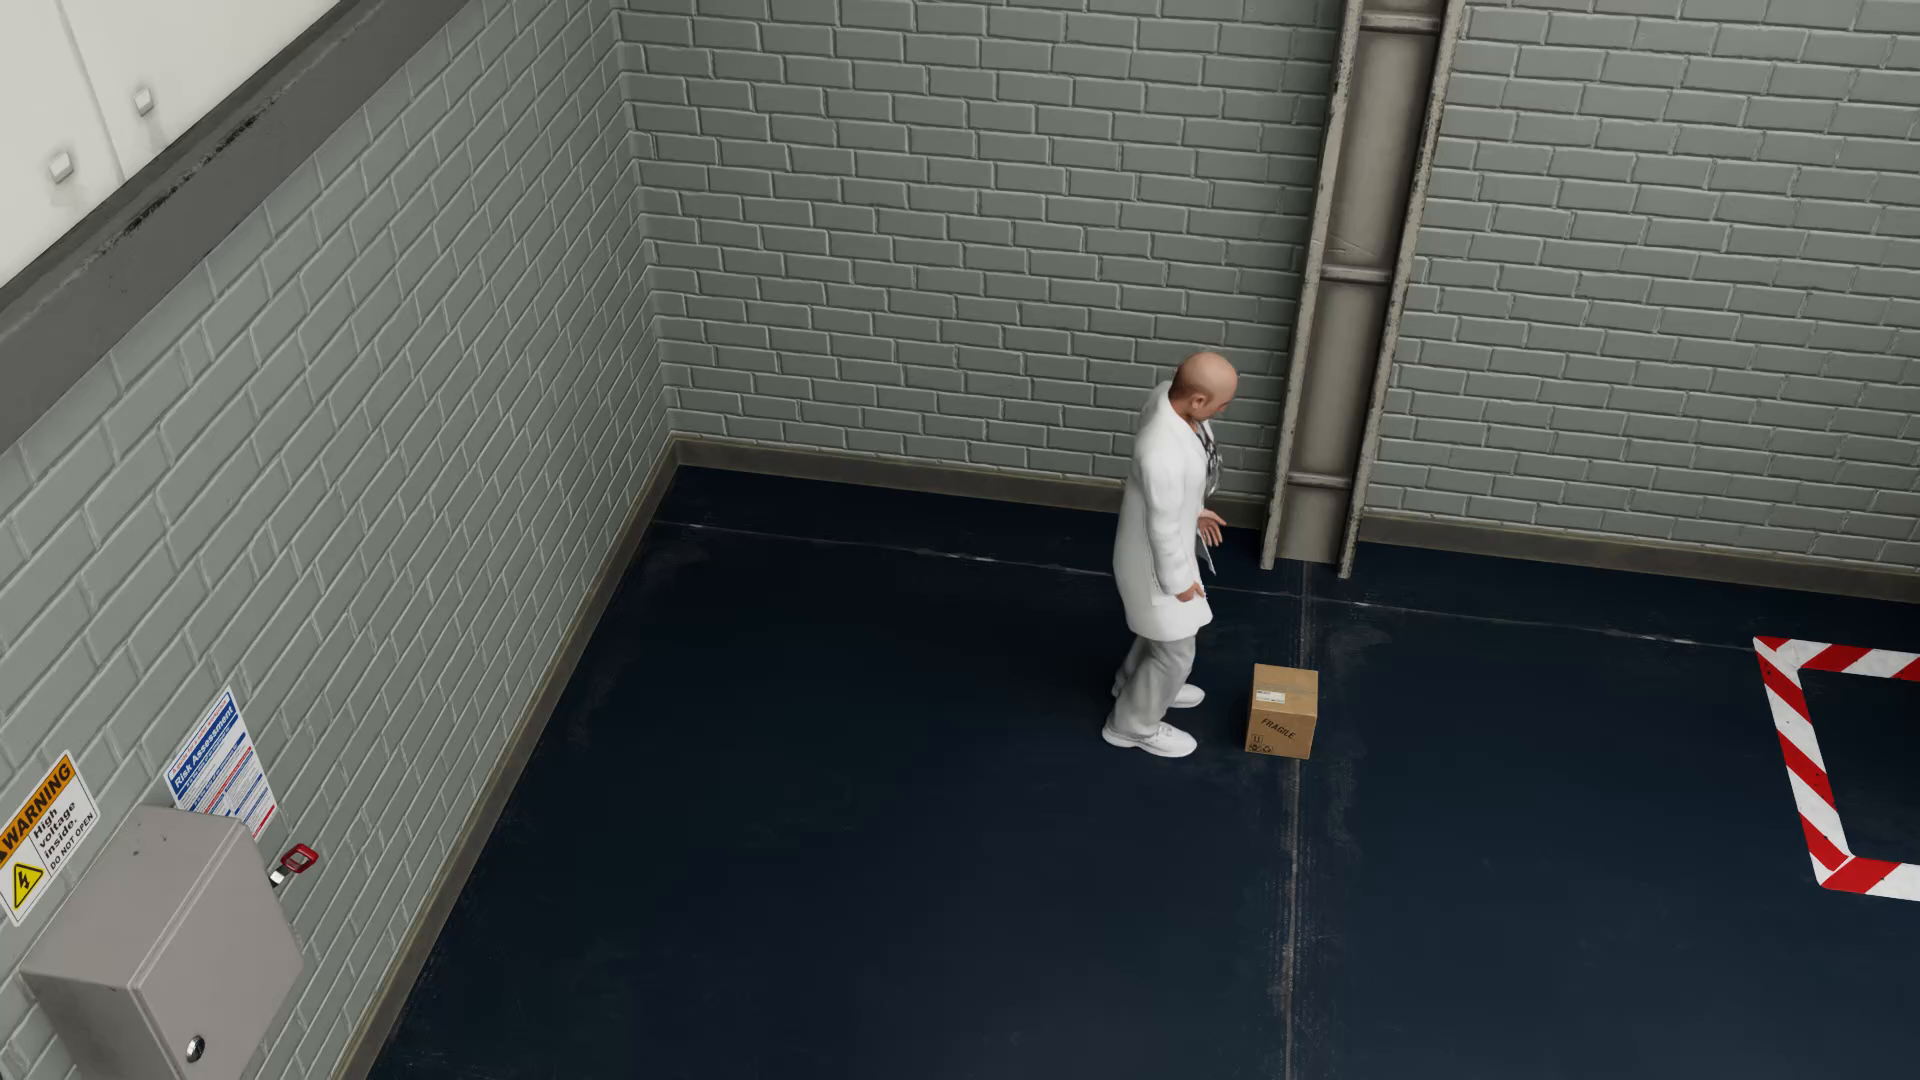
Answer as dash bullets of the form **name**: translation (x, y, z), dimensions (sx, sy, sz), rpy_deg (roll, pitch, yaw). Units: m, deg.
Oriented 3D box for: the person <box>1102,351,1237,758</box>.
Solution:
- **person**: translation (0.775, 0.040, 6.155), dimensions (0.401, 1.745, 0.583), rpy_deg (7, 41, 9)
